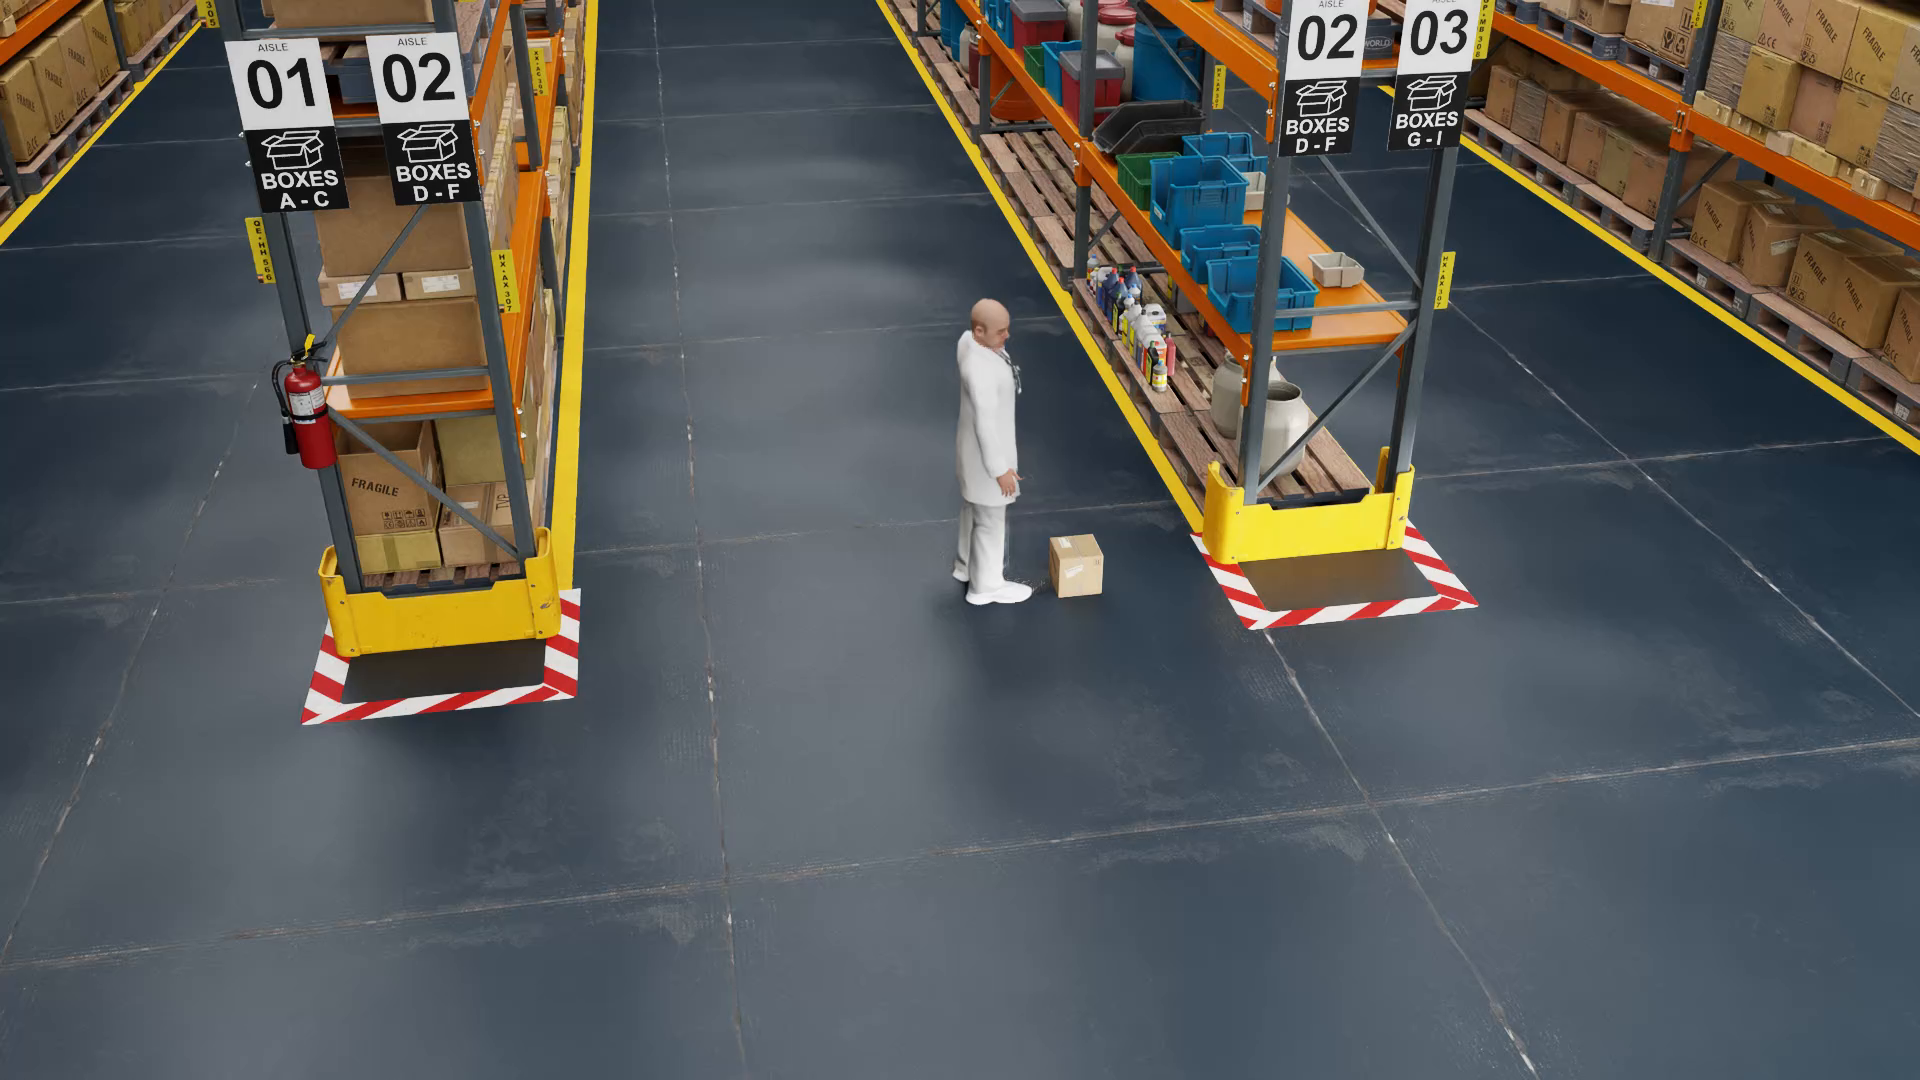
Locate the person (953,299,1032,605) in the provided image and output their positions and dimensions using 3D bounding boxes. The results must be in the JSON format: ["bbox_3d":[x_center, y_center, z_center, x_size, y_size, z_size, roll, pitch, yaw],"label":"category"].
[{"bbox_3d":[0.187,-0.464,8.964,0.417,1.818,0.638,-5,31,-8],"label":"person"}]
